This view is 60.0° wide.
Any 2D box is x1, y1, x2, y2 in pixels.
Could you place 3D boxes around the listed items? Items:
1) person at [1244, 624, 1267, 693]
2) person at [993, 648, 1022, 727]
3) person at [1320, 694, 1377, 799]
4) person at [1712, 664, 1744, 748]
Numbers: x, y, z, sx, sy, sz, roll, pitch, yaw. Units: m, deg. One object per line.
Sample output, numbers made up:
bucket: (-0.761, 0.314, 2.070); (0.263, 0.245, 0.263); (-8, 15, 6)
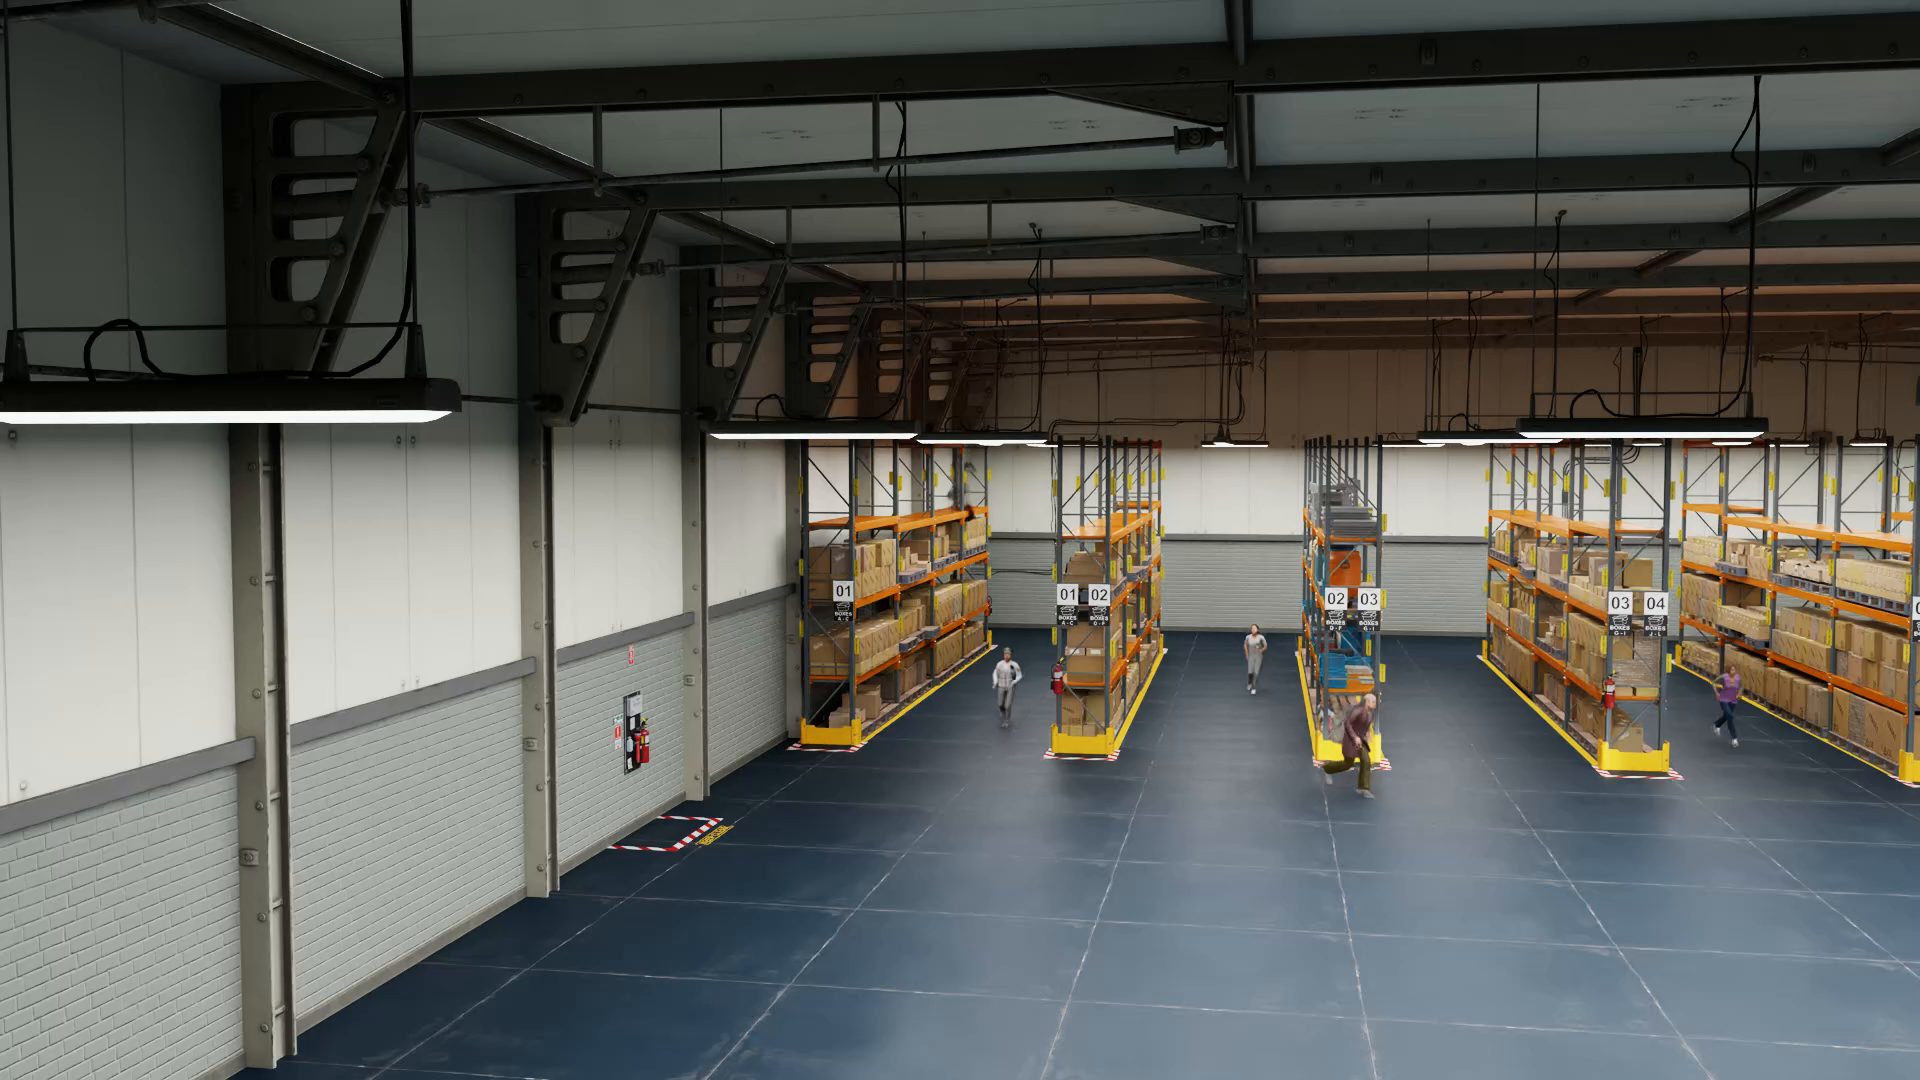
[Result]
person: (6.926, 2.793, 39.055); (0.551, 1.637, 0.562); (1, 3, 16)
person: (0.973, 3.045, 34.426); (0.629, 1.652, 0.555); (1, 3, 12)
person: (6.489, 3.390, 27.699); (1.042, 1.738, 0.733); (2, 4, 37)
person: (14.974, 3.197, 32.478); (0.540, 1.558, 0.994); (0, 3, -3)
